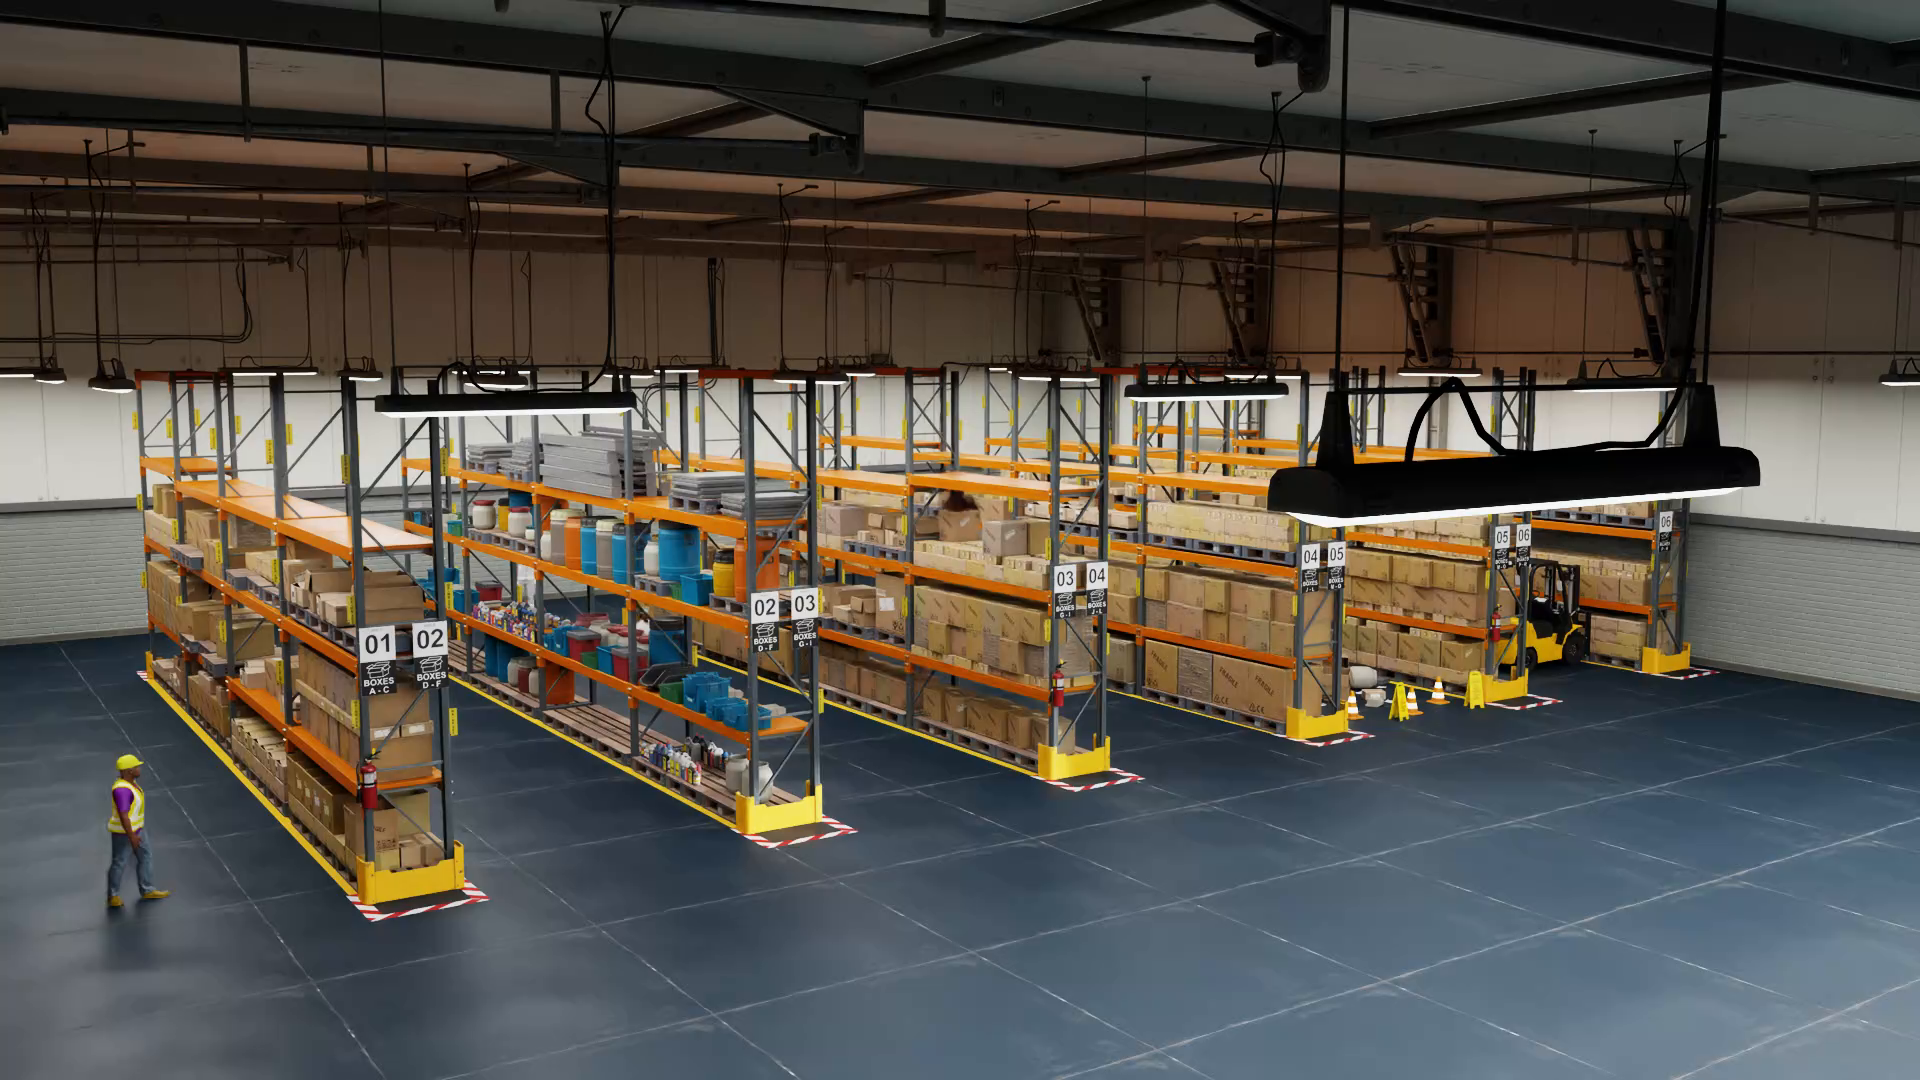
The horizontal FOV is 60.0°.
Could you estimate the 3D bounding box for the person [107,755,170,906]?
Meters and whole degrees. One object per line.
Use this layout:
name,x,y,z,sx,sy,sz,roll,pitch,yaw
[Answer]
person,-9.525,3.325,19.050,0.628,1.755,0.582,0,6,2

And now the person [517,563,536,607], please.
person,-10.332,0.981,39.483,0.572,1.797,0.419,-2,7,-14

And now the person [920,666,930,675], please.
person,-0.735,1.885,31.961,0.369,1.673,0.517,-4,7,-29

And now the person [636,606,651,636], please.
person,-5.804,2.032,30.772,0.527,1.645,0.900,-6,9,-44
